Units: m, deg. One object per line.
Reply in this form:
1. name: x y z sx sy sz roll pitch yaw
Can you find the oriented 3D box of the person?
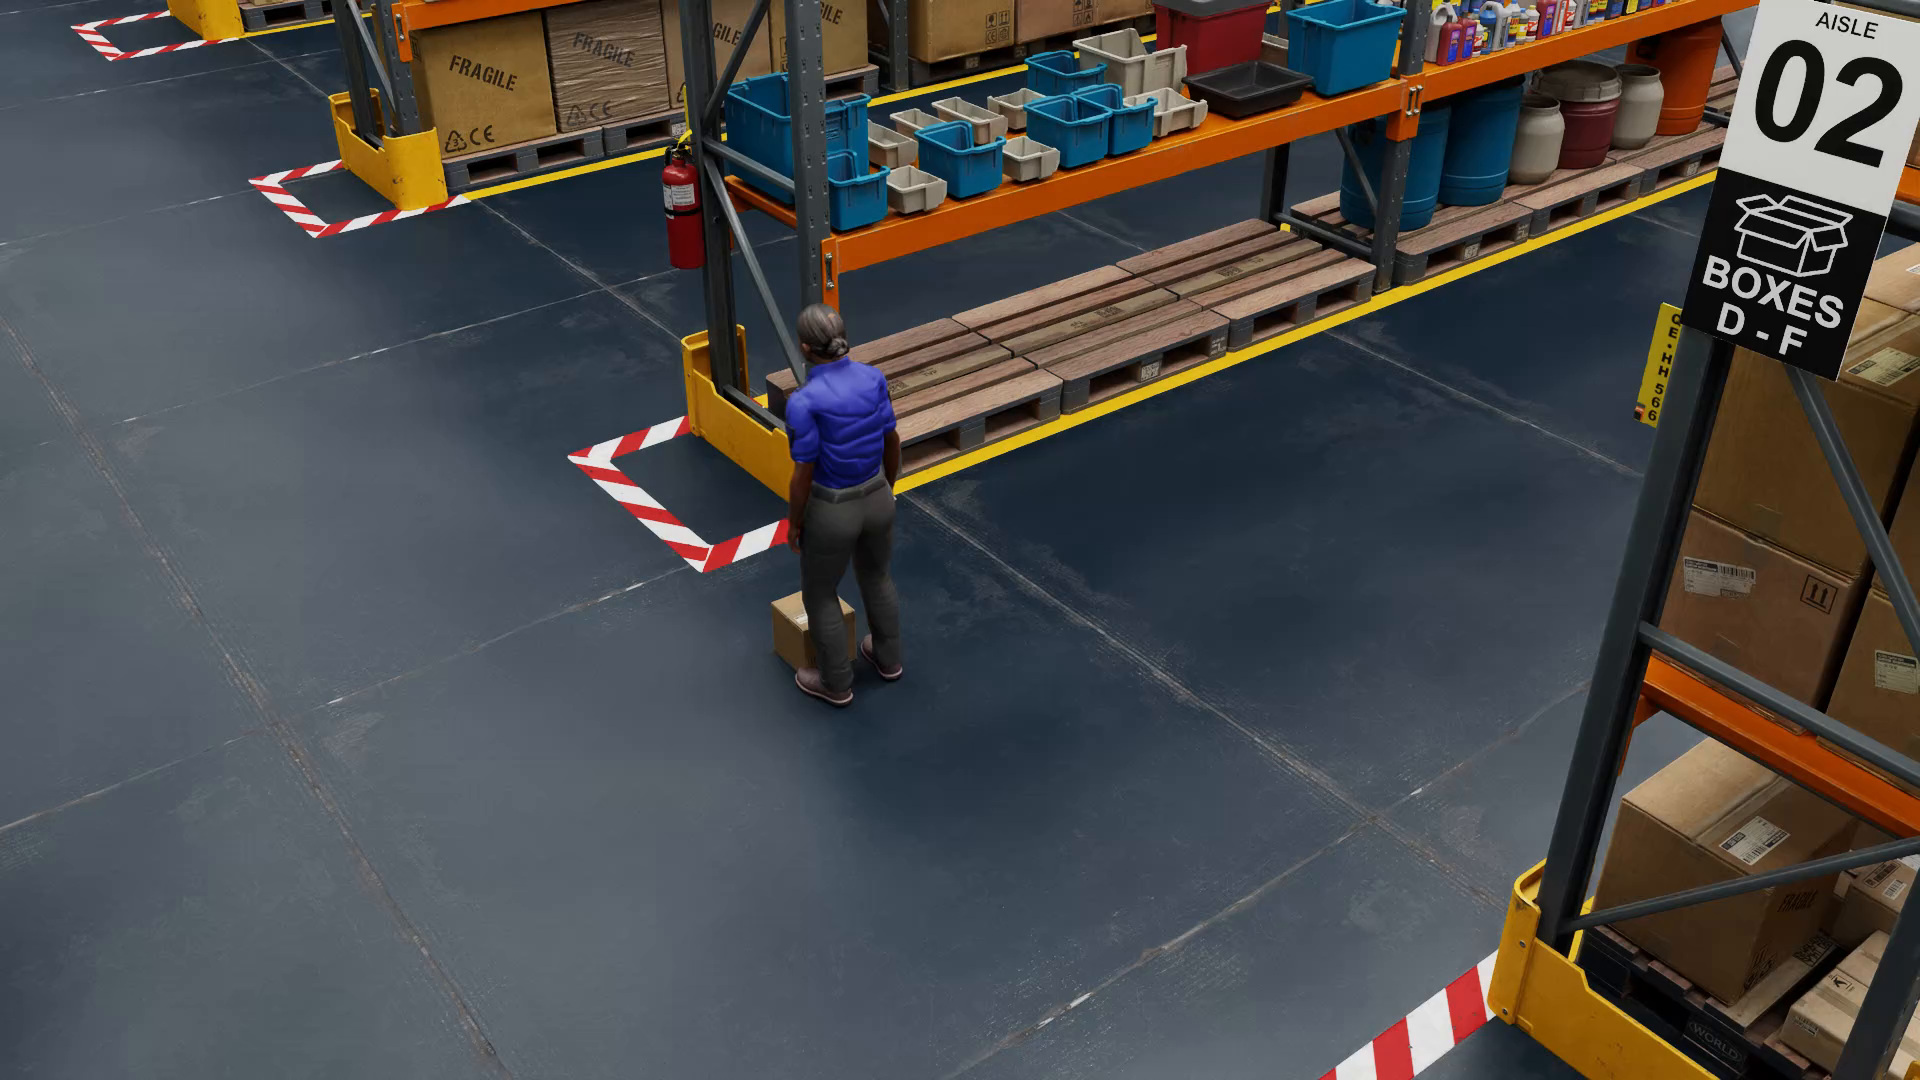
1. person: -0.442 -0.123 6.336 0.503 1.654 0.348 -23 39 -32
